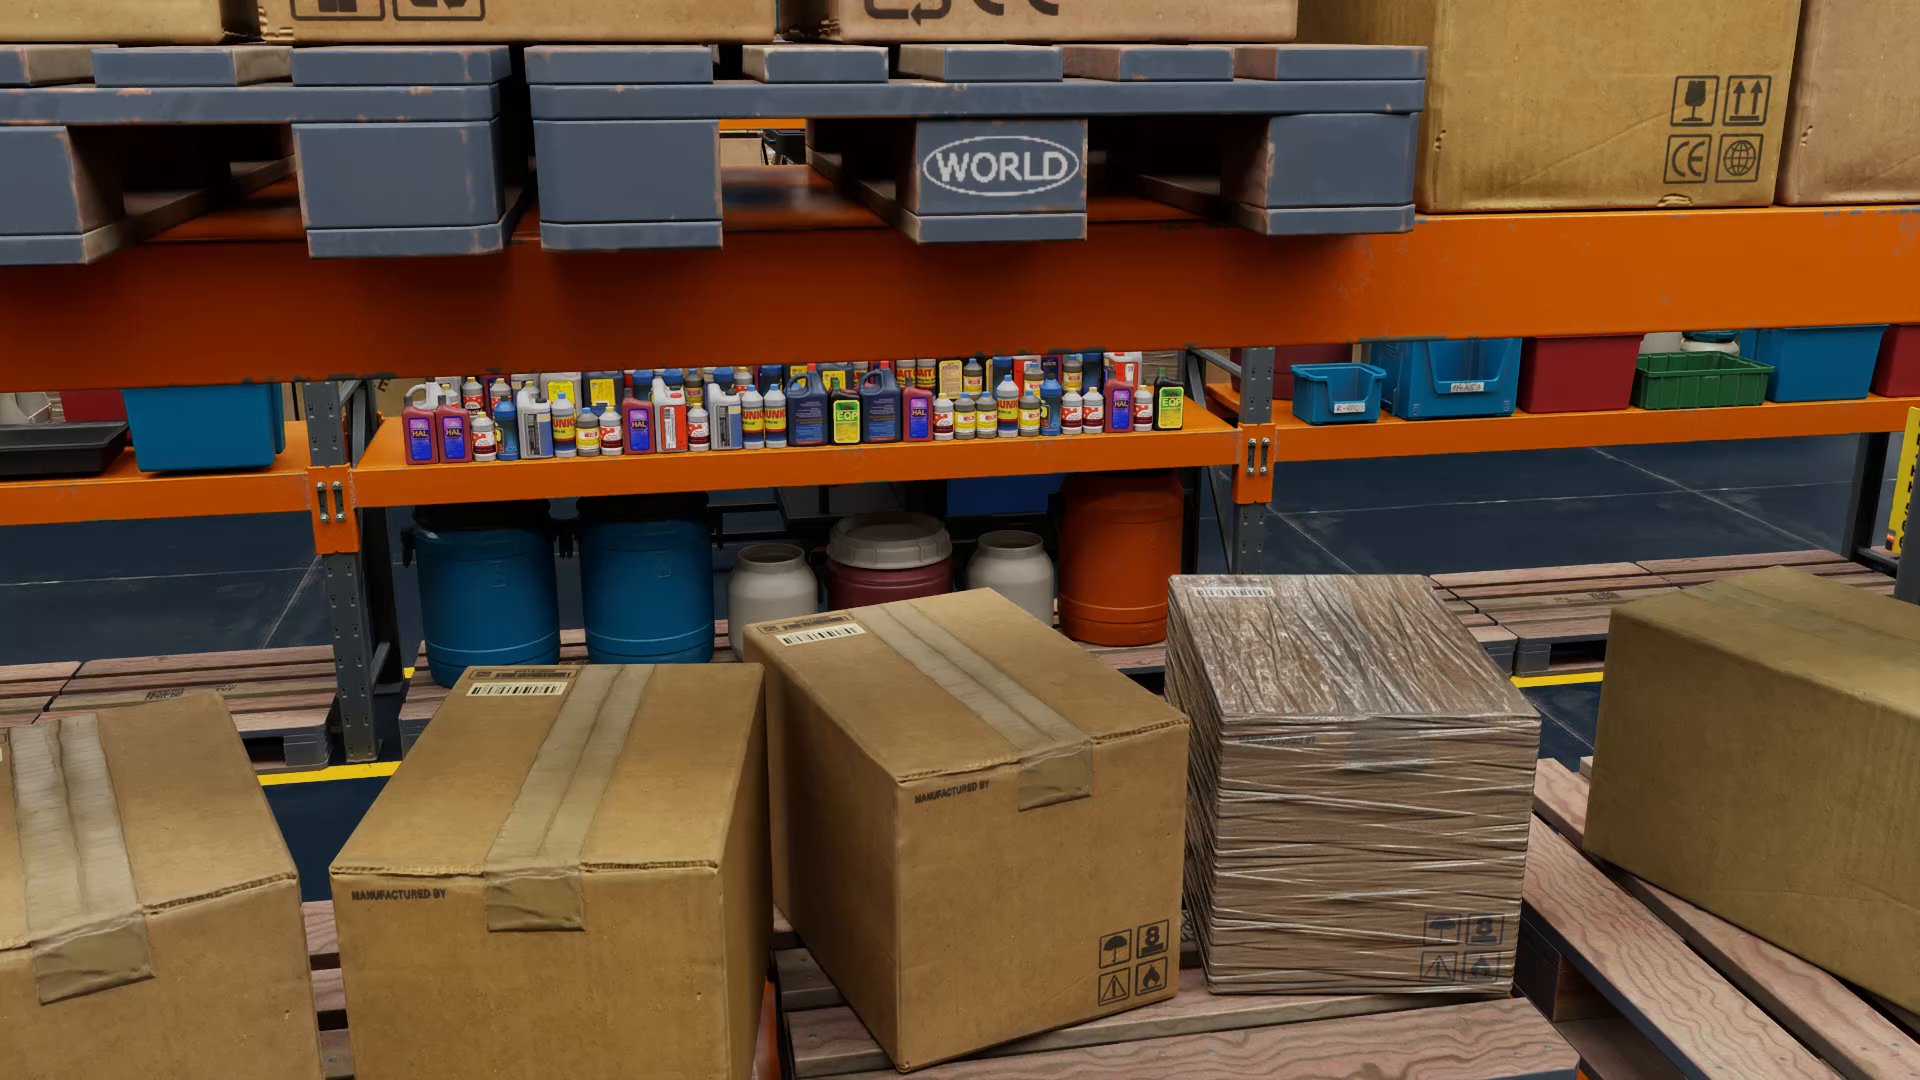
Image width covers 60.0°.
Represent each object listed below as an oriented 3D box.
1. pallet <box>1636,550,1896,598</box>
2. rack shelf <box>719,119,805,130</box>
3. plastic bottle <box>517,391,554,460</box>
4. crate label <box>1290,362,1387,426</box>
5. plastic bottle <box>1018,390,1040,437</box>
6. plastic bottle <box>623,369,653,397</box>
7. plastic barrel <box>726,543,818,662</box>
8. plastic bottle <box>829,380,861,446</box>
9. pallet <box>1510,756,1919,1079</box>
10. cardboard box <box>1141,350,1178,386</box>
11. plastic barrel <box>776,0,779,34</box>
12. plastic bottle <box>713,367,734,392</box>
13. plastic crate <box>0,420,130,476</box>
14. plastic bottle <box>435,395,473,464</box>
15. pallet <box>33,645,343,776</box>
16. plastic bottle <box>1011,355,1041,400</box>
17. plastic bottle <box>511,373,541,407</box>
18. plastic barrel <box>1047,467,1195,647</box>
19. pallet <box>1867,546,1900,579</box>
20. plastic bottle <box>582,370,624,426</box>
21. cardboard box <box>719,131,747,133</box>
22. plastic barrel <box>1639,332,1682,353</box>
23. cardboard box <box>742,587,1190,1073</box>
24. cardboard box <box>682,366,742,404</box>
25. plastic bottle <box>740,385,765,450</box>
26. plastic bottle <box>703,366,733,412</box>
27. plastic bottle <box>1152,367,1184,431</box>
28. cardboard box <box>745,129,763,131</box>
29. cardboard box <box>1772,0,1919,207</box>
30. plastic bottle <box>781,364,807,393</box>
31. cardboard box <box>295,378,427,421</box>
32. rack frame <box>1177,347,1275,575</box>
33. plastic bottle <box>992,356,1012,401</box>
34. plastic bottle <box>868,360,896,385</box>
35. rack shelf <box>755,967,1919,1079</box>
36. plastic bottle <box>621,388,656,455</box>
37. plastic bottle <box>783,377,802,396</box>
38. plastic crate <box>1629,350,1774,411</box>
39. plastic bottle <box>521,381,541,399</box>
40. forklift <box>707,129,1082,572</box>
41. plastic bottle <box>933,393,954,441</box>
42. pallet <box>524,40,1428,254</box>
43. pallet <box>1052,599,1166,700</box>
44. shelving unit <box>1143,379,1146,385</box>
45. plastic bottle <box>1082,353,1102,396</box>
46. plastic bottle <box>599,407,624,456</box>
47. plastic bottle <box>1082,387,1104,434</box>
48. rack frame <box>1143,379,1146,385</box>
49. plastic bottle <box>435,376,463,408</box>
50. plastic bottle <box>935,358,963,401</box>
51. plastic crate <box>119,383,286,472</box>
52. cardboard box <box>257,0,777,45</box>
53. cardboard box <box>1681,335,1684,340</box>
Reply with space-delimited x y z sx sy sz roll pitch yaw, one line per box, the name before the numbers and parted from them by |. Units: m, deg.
pallet | 4.416 0.329 8.880 1.213 0.211 1.003 -3 17 -10
rack shelf | -0.711 -1.814 7.226 4.000 0.370 1.077 -3 17 -10
plastic bottle | -1.789 -0.490 7.009 0.135 0.276 0.152 -3 17 -10
crate label | 1.737 -0.671 7.673 0.416 0.233 0.303 -3 17 -10
plastic bottle | 0.306 -0.565 7.381 0.097 0.201 0.097 0 17 0
plastic bottle | -1.495 -0.717 7.749 0.135 0.276 0.152 -3 17 -10
plastic barrel | -0.871 0.305 7.732 0.421 0.512 0.421 0 17 0
plastic bottle | -0.498 -0.553 7.202 0.133 0.283 0.061 -3 17 -10
pallet | 1.536 0.742 3.114 1.003 0.211 1.213 -3 17 -10
cardboard box | 1.509 -1.357 13.128 0.500 0.500 0.700 -5 18 -15
plastic barrel | -1.028 -2.626 7.076 0.708 0.901 0.600 -3 17 -10
plastic bottle | -1.094 -0.700 7.703 0.097 0.271 0.097 0 17 0
plastic crate | -3.723 -0.370 6.775 0.590 0.125 0.437 -3 17 -10
plastic bottle | -2.103 -0.462 6.906 0.133 0.283 0.061 -3 17 -10
pallet | -3.389 0.772 7.438 1.213 0.211 1.003 -3 17 -10
plastic bottle | 0.312 -0.820 8.083 0.135 0.276 0.152 -3 17 -10
plastic bottle | -1.990 -0.689 7.658 0.135 0.276 0.152 -3 17 -10
plastic barrel | 0.775 0.033 8.076 0.708 0.830 0.600 -3 17 -10
pallet | 5.847 0.249 9.141 1.213 0.211 1.003 -3 17 -10
plastic bottle | -1.626 -0.704 7.578 0.185 0.351 0.144 -3 17 -10
cardboard box | -2.996 -5.123 21.288 0.500 0.250 0.500 -4 17 -12
plastic barrel | 3.479 -1.093 8.529 0.433 0.535 0.433 0 17 0
cardboard box | -0.016 0.450 2.851 0.500 0.500 0.700 -8 19 -24
cardboard box | -2.113 -1.317 12.395 0.875 0.875 1.225 -4 17 -12
plastic bottle | -0.892 -0.530 7.149 0.097 0.271 0.097 0 17 0
plastic bottle | -1.135 -0.738 7.816 0.135 0.276 0.152 -3 17 -10
plastic bottle | 0.936 -0.634 7.467 0.133 0.283 0.061 -3 17 -10
cardboard box | -2.527 -5.511 21.272 0.500 0.500 0.500 -3 17 -9
cardboard box | 1.266 -0.827 2.616 0.500 0.500 0.910 -3 17 -10
plastic bottle | -0.753 -0.796 7.879 0.185 0.351 0.144 -3 17 -10
cardboard box | -4.278 -1.212 12.053 0.875 0.875 0.875 -3 17 -10
rack frame | 1.253 -0.836 7.924 0.127 3.000 1.000 -3 17 -10
plastic bottle | 0.205 -0.801 8.031 0.097 0.271 0.097 0 17 0
plastic bottle | -0.377 -0.798 7.999 0.133 0.283 0.061 -3 17 -10
rack shelf | 0.225 1.048 3.017 4.000 0.370 1.077 -3 17 -10
plastic bottle | -1.362 -0.504 7.043 0.133 0.283 0.061 -3 17 -10
plastic bottle | -0.728 -0.583 7.320 0.097 0.271 0.097 0 17 0
plastic crate | 3.524 -0.779 8.100 0.662 0.188 0.450 -3 17 -10
plastic bottle | -1.949 -0.619 7.555 0.097 0.201 0.097 0 17 0
forklift | -0.618 -1.365 9.765 3.031 2.935 1.130 -3 17 -11
plastic bottle | -0.076 -0.543 7.310 0.097 0.201 0.097 0 17 0
pallet | -0.067 -0.604 2.379 1.003 0.211 1.213 -3 17 -10
pallet | 0.486 0.553 8.151 1.213 0.211 1.003 -3 17 -10
shelving unit | 1.154 -0.491 10.124 0.252 1.050 0.215 -9 19 -27
plastic bottle | 0.647 -0.845 8.172 0.097 0.271 0.097 0 17 0
plastic bottle | -1.479 -0.464 7.051 0.097 0.201 0.097 0 17 0
plastic bottle | 0.593 -0.581 7.434 0.097 0.201 0.097 0 17 0
rack frame | 1.047 -0.474 10.068 0.008 1.050 0.200 -9 19 -27
plastic bottle | -2.349 -0.669 7.592 0.135 0.276 0.152 -3 17 -10
plastic bottle | -0.055 -0.816 8.059 0.133 0.283 0.061 -3 17 -10
plastic crate | -3.069 -0.510 6.787 0.575 0.384 0.392 -3 17 -10
cardboard box | -0.578 -0.966 2.182 0.600 0.600 0.600 -3 17 -11
cardboard box | 5.796 -1.594 13.936 0.500 0.500 0.500 -5 18 -15
